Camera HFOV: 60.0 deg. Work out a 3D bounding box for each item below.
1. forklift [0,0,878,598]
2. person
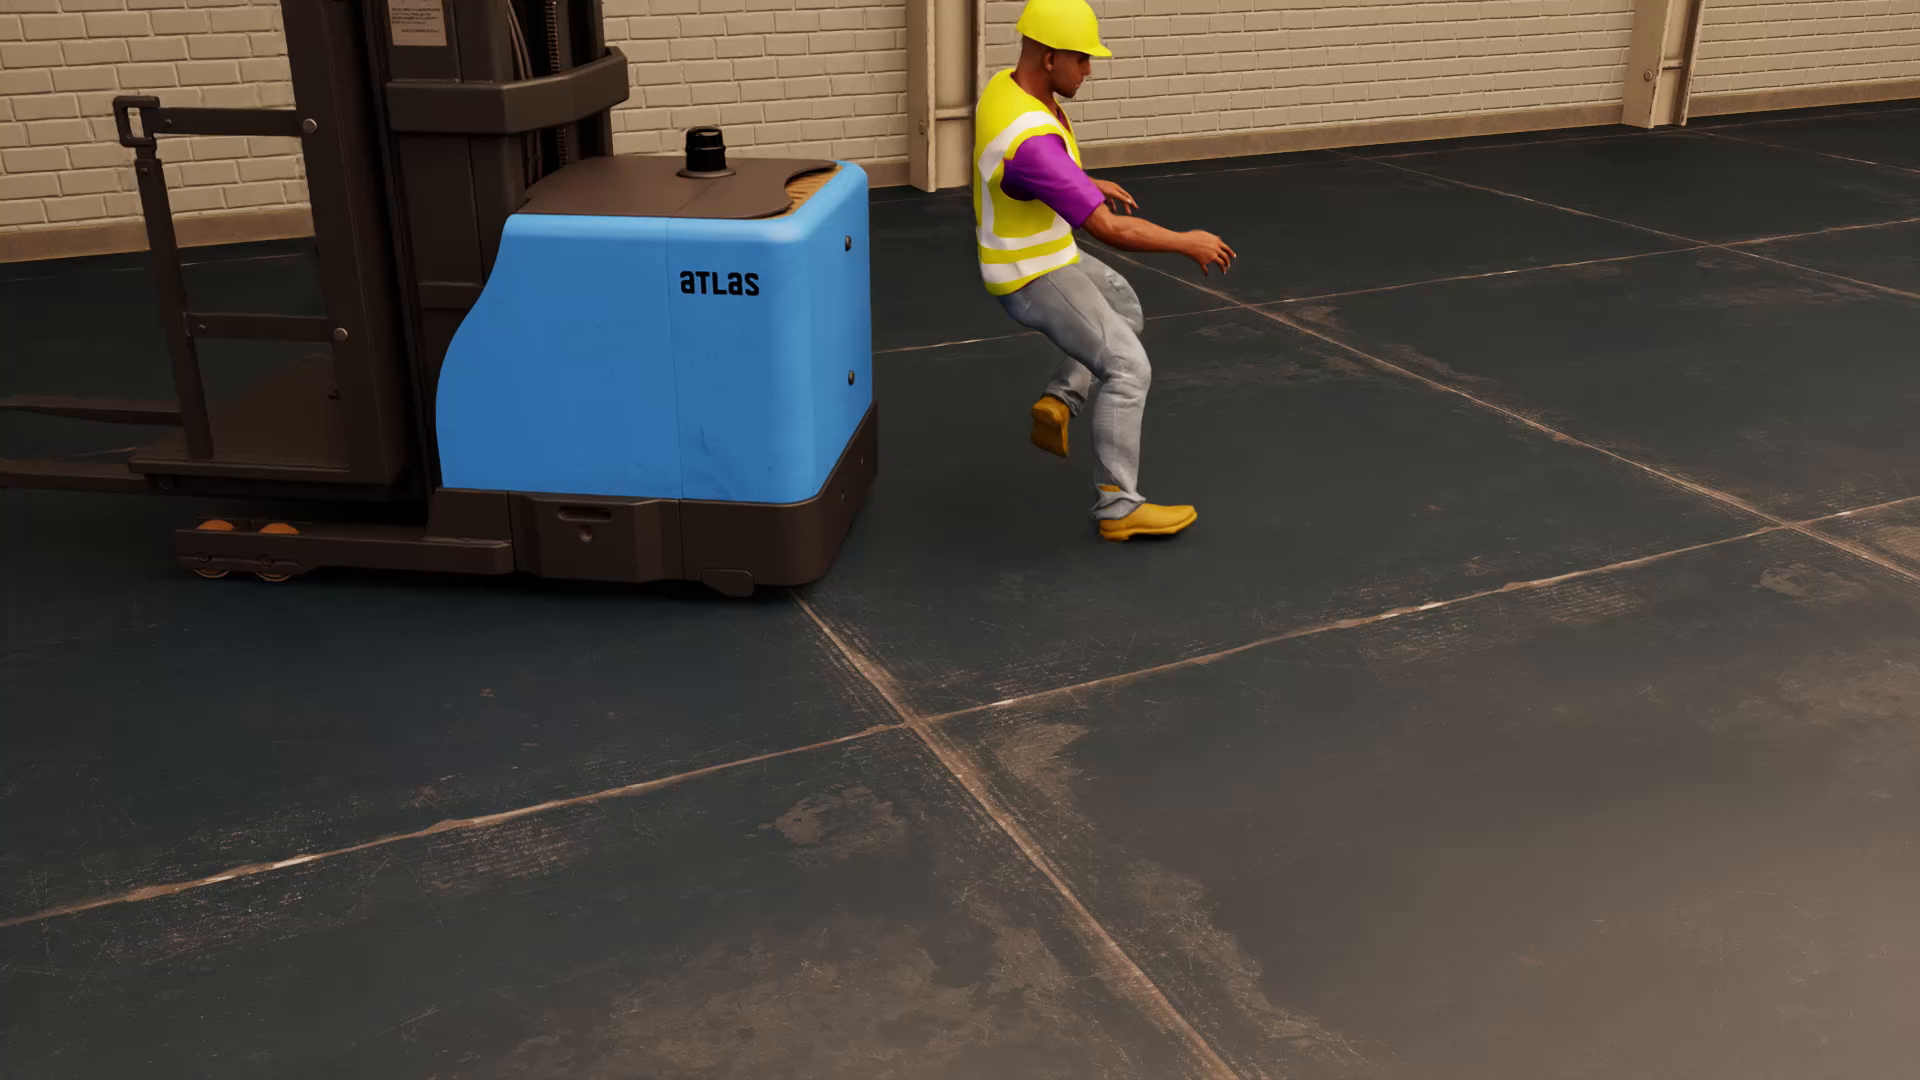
[{"bbox_3d":[-1.827,-1.430,4.728,3.031,2.935,1.130,3,23,7],"label":"forklift"},{"bbox_3d":[0.434,-0.884,5.185,0.782,1.590,0.867,0,23,-1],"label":"person"}]
